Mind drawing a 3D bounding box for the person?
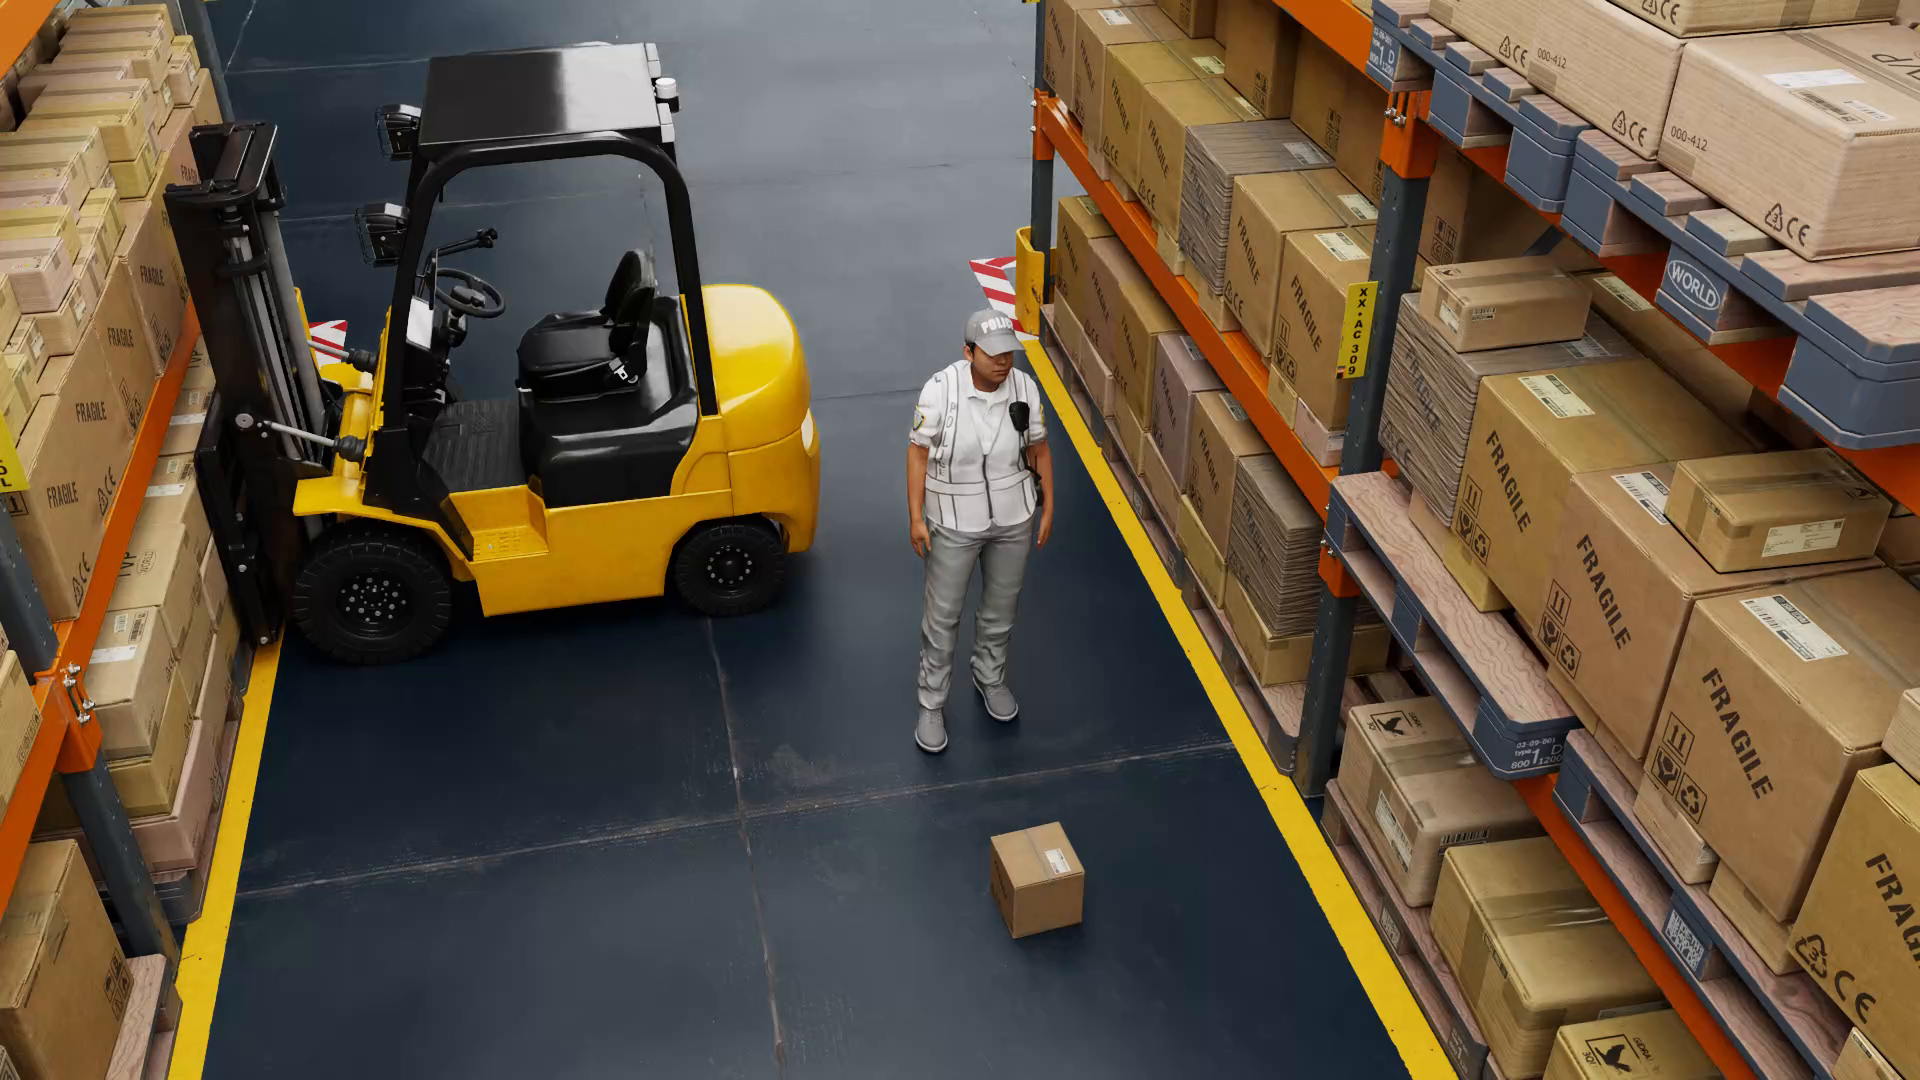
[{"bbox_3d":[0.078,-0.039,6.180,0.599,1.670,0.529,-8,35,-11],"label":"person"}]
